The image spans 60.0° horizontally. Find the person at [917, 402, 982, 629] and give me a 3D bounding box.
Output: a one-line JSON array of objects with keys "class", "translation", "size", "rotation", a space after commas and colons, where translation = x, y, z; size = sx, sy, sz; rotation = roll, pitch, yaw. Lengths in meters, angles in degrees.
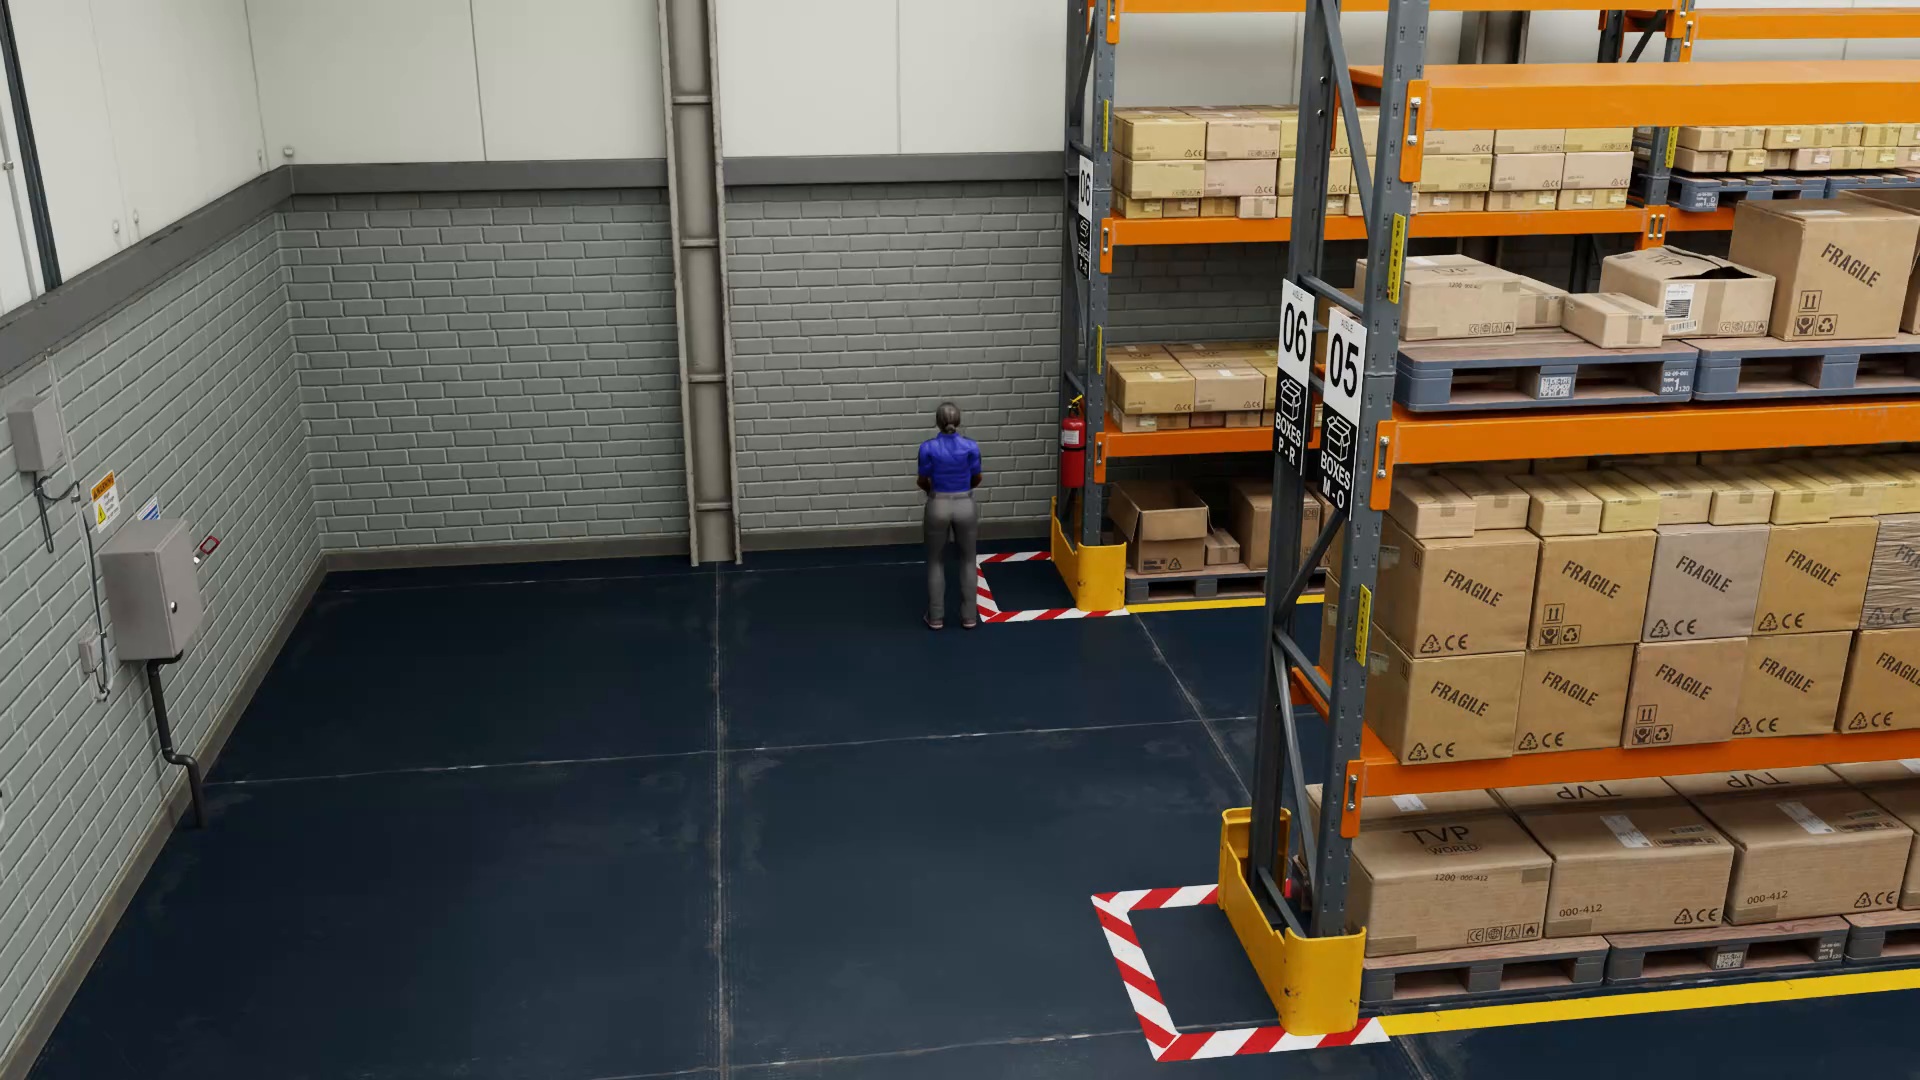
[{"class": "person", "translation": [-0.073, -0.204, 11.644], "size": [0.454, 1.652, 0.511], "rotation": [-1, 20, -3]}]
